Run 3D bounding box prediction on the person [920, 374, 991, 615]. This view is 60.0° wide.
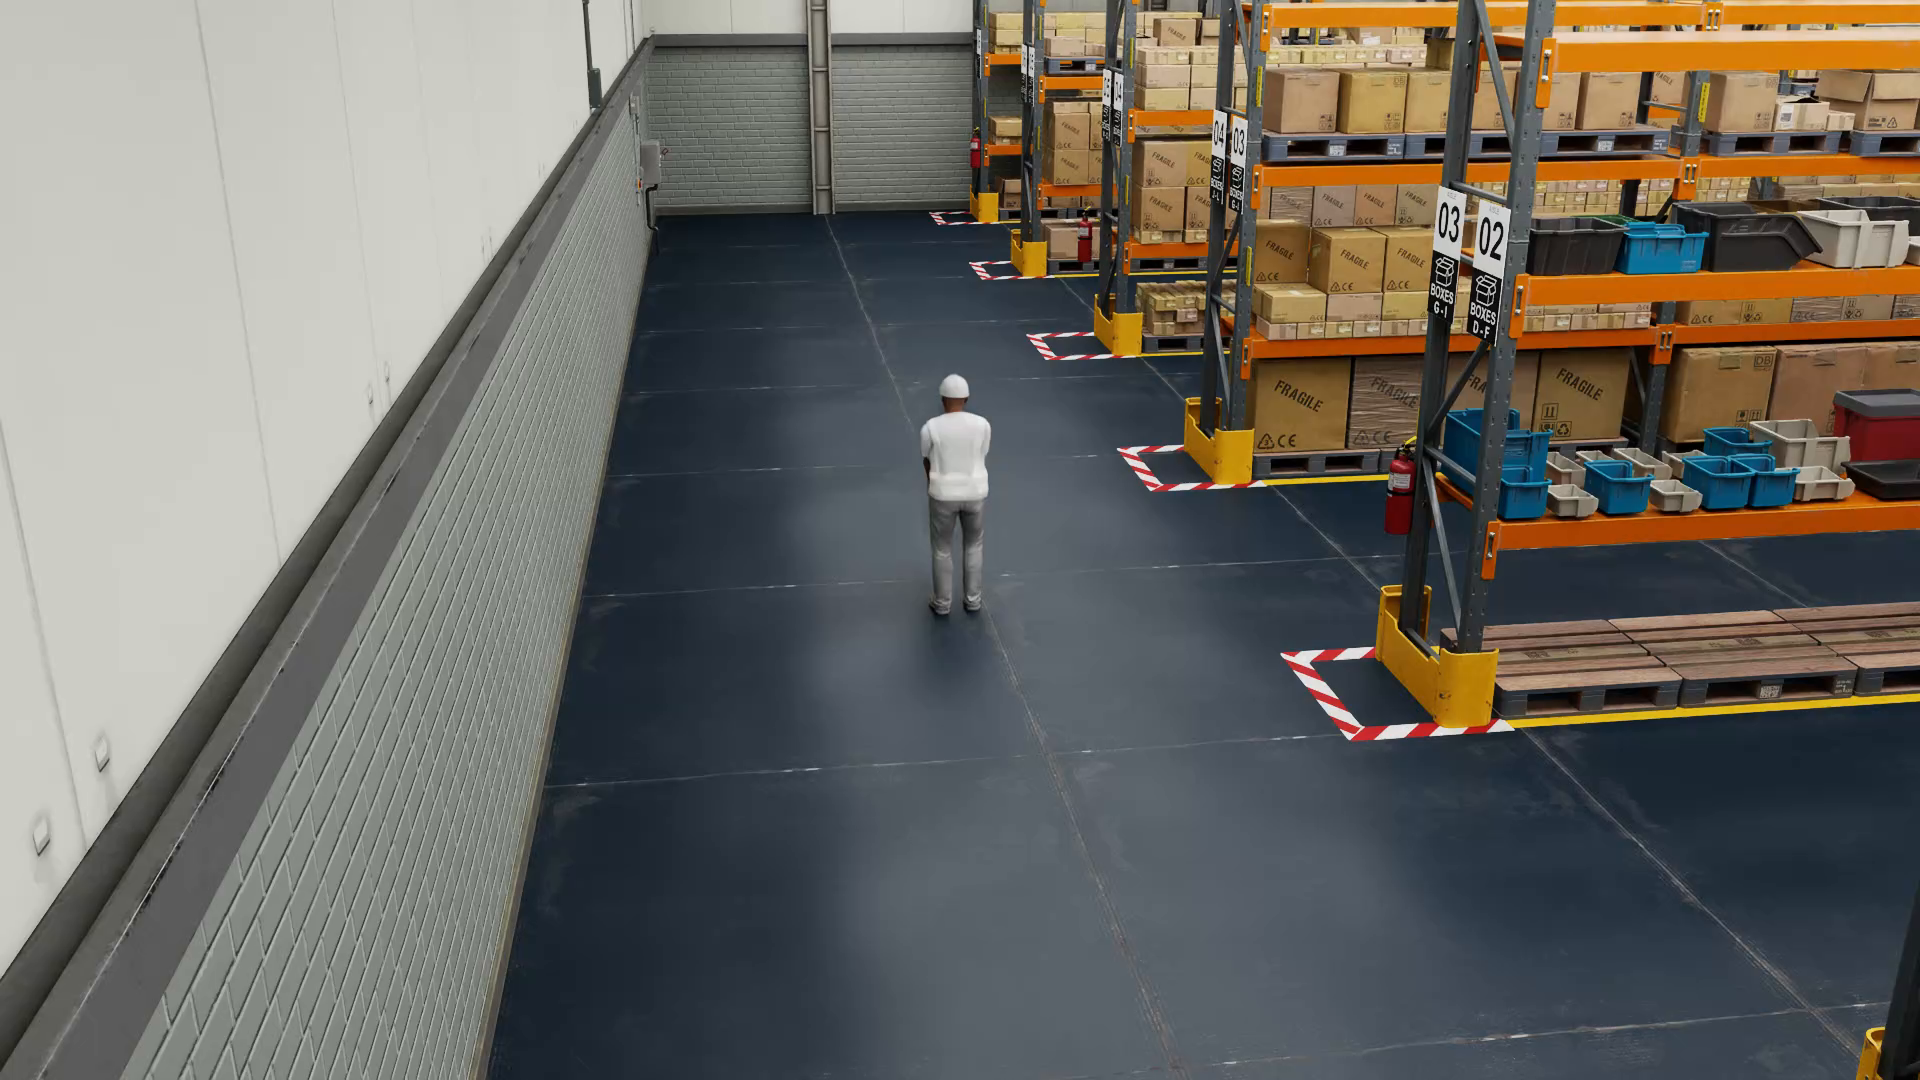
[{"bbox_3d":[-0.045,-0.353,12.021,0.505,1.761,0.576,-3,20,-9],"label":"person"}]
